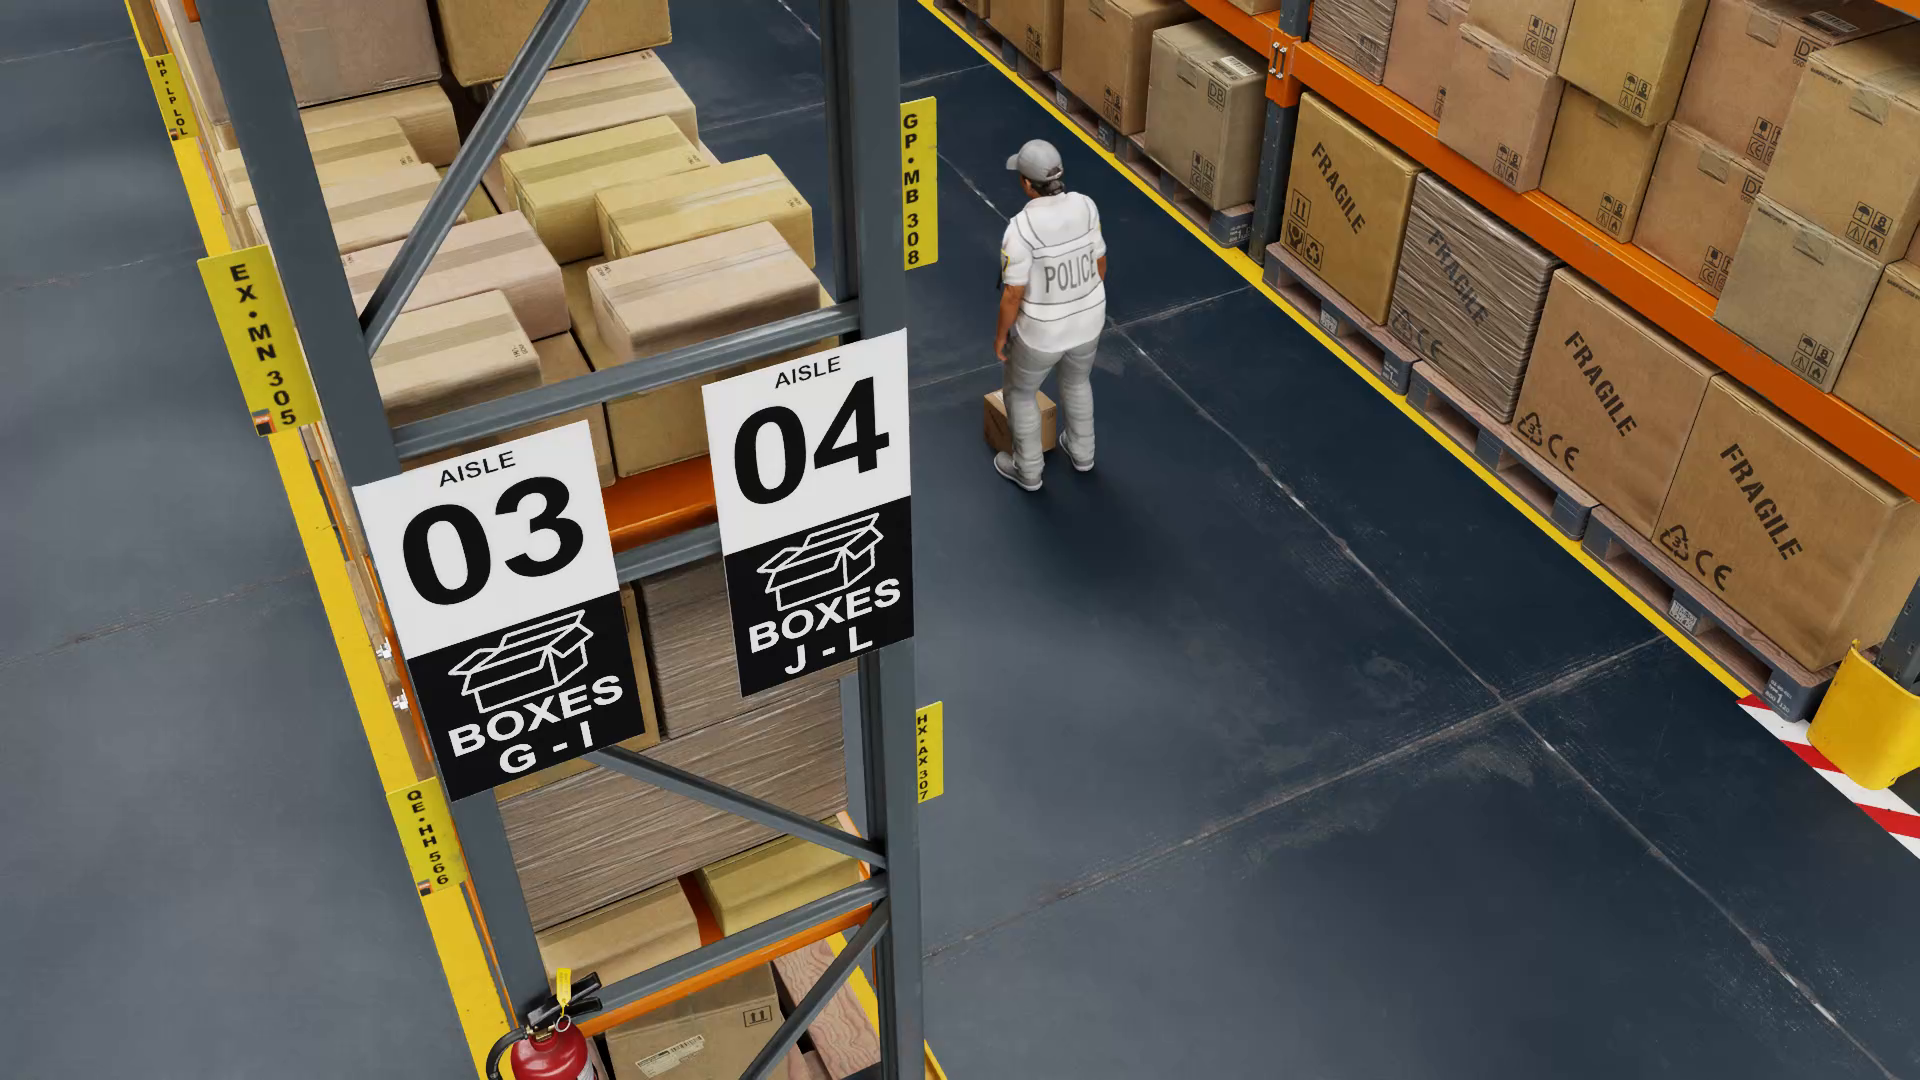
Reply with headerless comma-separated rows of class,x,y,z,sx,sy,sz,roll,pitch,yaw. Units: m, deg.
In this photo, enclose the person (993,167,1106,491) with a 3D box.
person,0.404,-0.935,7.221,0.563,1.651,0.403,-22,46,-23
